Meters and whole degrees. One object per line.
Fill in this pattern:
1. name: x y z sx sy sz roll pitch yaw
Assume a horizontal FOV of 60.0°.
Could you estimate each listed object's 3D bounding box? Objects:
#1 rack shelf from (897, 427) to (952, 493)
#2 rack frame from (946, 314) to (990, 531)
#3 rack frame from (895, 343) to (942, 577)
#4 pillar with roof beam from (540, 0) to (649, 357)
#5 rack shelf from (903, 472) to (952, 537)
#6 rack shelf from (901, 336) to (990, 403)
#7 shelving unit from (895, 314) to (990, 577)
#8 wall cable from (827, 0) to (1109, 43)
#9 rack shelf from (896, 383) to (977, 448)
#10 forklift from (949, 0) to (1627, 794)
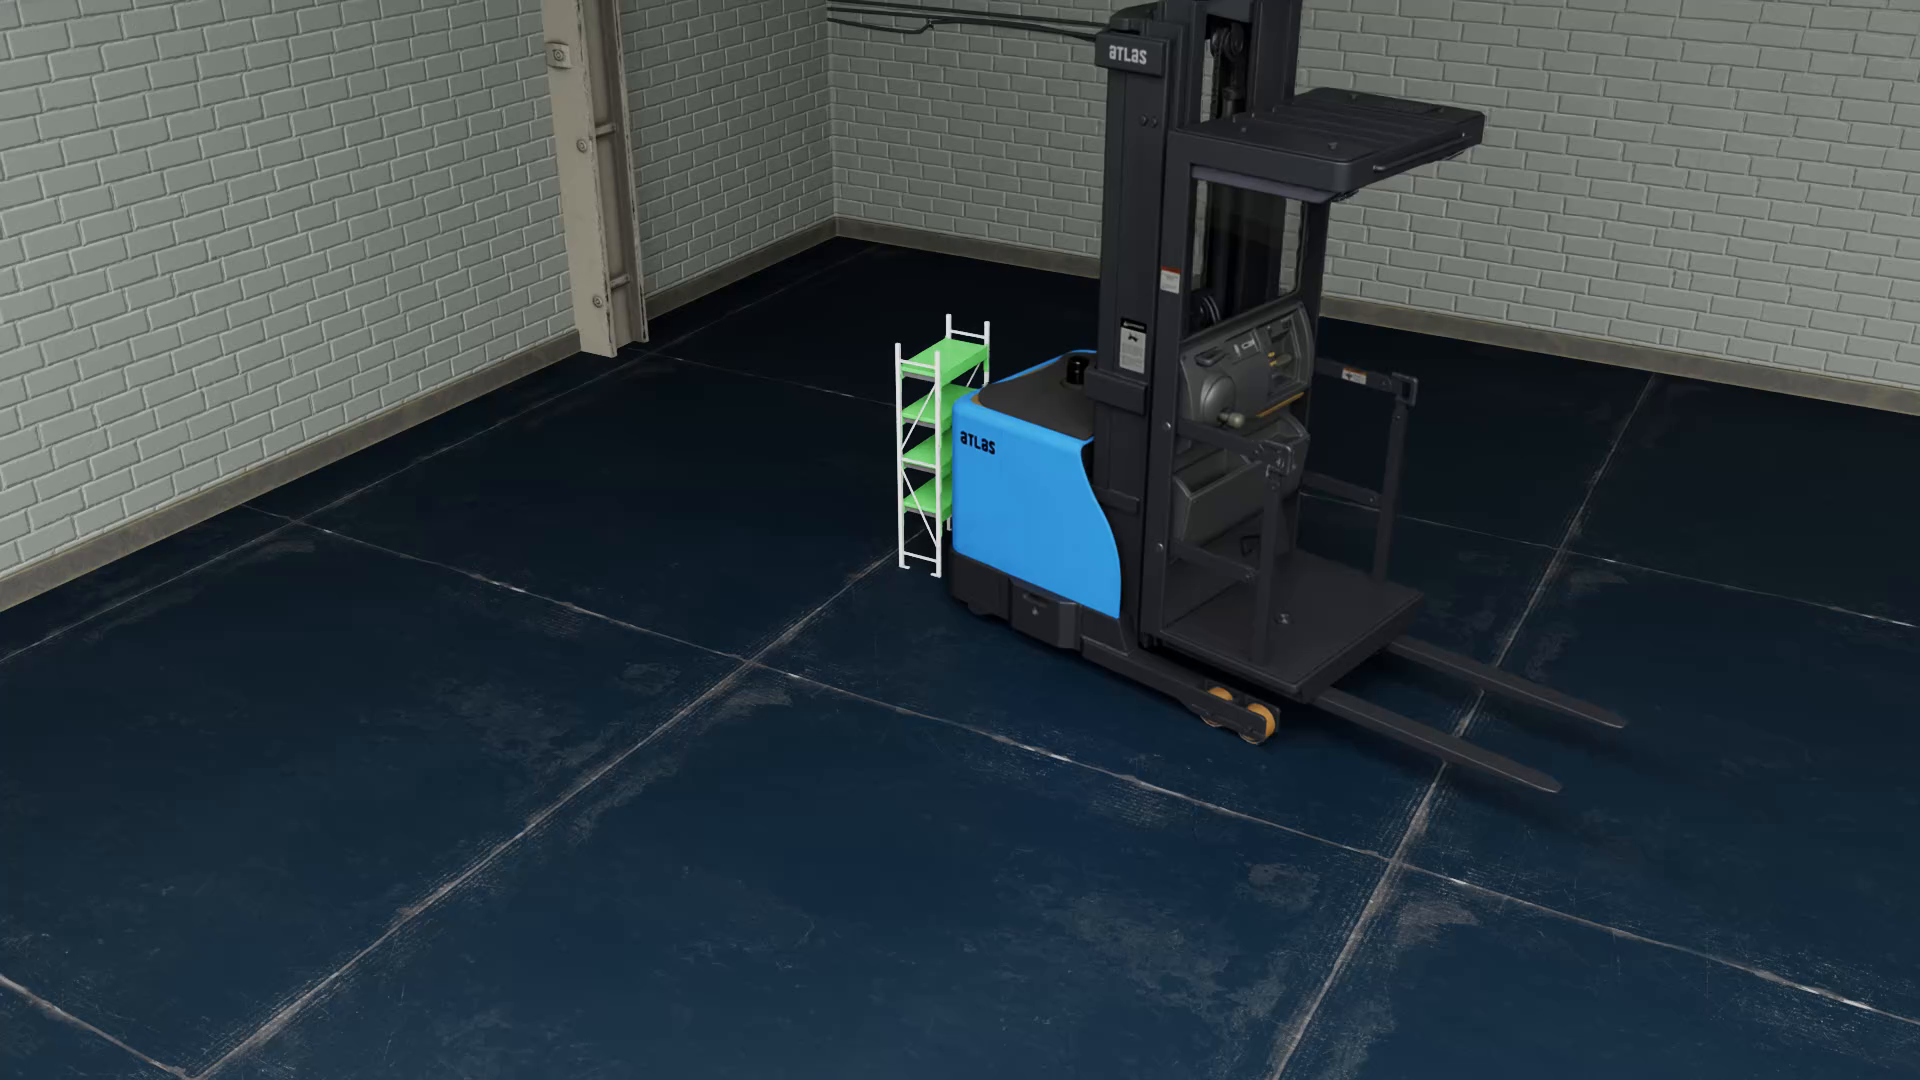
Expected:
1. rack shelf: -0.081 -0.415 8.381 0.258 0.148 0.480 14 30 26
2. rack frame: 0.039 -0.567 8.542 0.240 1.200 0.015 14 30 26
3. rack frame: -0.201 -0.377 8.163 0.240 1.200 0.015 14 30 26
4. pillar with roof beam: 1.369 -4.416 7.519 9.100 9.000 0.400 14 30 26
5. rack shelf: -0.081 -0.200 8.489 0.258 0.148 0.480 14 30 26
6. rack shelf: -0.081 -0.844 8.166 0.258 0.148 0.480 14 30 26
7. shelving unit: -0.081 -0.472 8.353 0.258 1.200 0.503 14 30 26
8. wall cable: 0.221 -4.832 11.820 3.097 2.526 0.112 14 30 26
9. rack shelf: -0.081 -0.629 8.274 0.258 0.148 0.480 14 30 26
10. forklift: 1.376 -0.715 6.904 3.031 2.935 1.130 22 34 37
